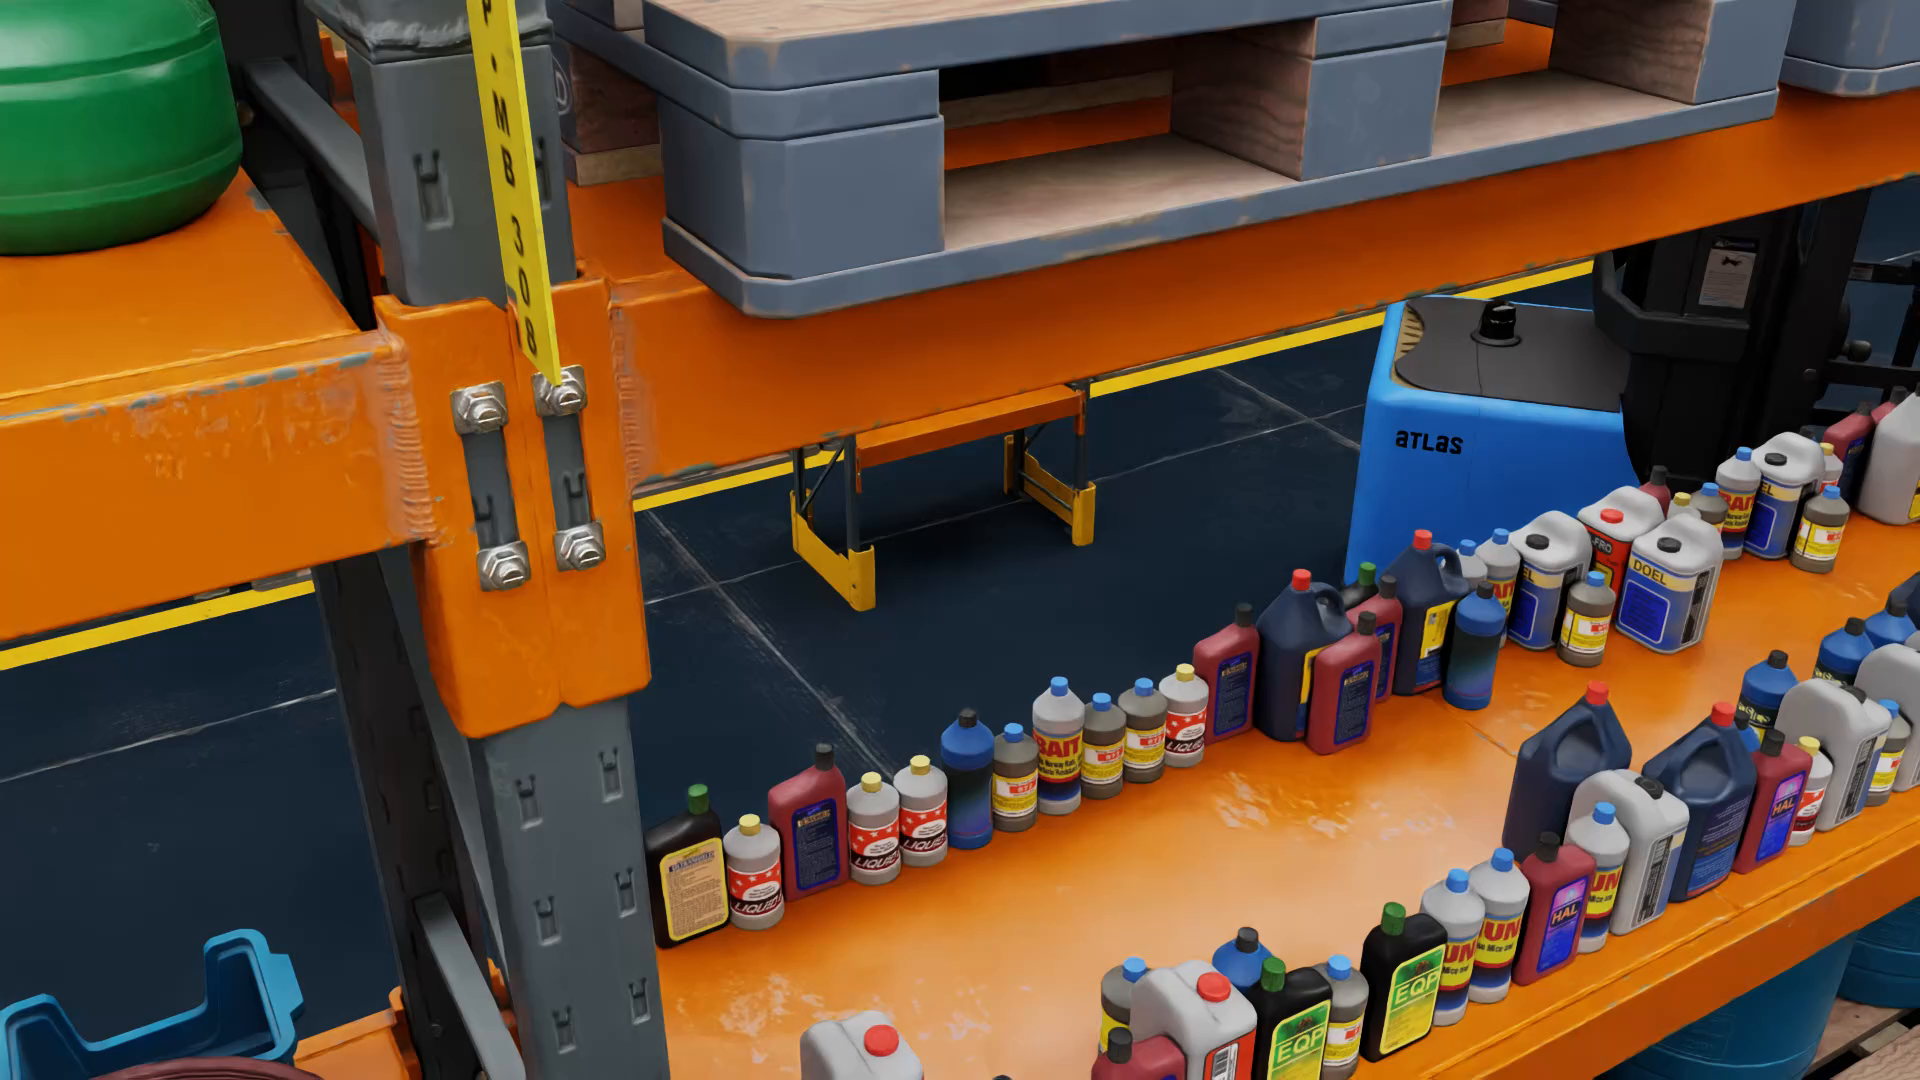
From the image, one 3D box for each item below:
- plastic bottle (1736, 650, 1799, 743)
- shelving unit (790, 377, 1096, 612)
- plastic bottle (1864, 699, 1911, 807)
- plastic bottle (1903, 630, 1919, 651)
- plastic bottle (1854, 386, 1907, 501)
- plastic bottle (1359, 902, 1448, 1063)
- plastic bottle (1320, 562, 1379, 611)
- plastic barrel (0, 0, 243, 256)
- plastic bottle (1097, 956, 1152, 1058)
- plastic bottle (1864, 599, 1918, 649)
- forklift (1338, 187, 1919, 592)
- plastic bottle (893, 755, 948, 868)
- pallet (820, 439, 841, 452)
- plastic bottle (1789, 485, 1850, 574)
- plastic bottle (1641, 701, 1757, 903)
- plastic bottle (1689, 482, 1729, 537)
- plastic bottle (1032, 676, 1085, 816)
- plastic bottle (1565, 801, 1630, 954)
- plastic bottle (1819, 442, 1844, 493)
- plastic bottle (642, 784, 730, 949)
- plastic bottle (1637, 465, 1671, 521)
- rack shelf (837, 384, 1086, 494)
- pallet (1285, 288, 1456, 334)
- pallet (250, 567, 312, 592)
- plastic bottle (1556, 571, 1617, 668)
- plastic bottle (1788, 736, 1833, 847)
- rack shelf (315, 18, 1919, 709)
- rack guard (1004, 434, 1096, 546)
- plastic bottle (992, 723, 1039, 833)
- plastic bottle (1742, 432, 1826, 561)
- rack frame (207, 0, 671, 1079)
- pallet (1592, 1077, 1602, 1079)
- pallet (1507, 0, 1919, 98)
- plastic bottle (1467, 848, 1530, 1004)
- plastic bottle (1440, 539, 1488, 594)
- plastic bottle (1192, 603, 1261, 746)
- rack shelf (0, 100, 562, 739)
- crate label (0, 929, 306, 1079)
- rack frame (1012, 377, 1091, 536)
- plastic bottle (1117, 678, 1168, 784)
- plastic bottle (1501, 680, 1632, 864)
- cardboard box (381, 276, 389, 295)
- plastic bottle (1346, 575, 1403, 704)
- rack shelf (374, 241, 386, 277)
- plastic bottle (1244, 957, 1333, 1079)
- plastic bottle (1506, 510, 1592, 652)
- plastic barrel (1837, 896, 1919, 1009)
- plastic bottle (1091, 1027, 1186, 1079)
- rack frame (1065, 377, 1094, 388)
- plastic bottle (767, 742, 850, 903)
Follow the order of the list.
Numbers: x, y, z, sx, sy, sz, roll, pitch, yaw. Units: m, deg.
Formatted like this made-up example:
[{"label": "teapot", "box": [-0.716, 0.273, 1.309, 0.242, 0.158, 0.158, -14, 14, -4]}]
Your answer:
[{"label": "plastic bottle", "box": [1.533, 0.332, 3.176, 0.097, 0.271, 0.097, 0, 29, 0]}, {"label": "shelving unit", "box": [-0.066, -0.638, 6.354, 1.083, 1.500, 0.587, -16, 33, -26]}, {"label": "plastic bottle", "box": [1.726, 0.393, 3.138, 0.097, 0.201, 0.097, 0, 29, 0]}, {"label": "plastic bottle", "box": [1.928, 0.288, 3.252, 0.135, 0.276, 0.152, -16, 33, -26]}, {"label": "plastic bottle", "box": [2.322, -0.247, 4.214, 0.133, 0.283, 0.061, -16, 33, -26]}, {"label": "plastic bottle", "box": [0.679, 0.665, 2.561, 0.133, 0.283, 0.061, -16, 33, -26]}, {"label": "plastic bottle", "box": [0.798, 0.186, 3.430, 0.133, 0.283, 0.061, -16, 33, -26]}, {"label": "plastic barrel", "box": [-0.782, -0.395, 1.417, 0.294, 0.245, 0.294, 0, 29, 0]}, {"label": "plastic bottle", "box": [0.262, 0.724, 2.539, 0.097, 0.201, 0.097, 0, 29, 0]}, {"label": "plastic bottle", "box": [1.849, 0.243, 3.339, 0.097, 0.271, 0.097, 0, 29, 0]}, {"label": "forklift", "box": [2.909, -0.851, 5.259, 3.031, 2.935, 1.130, 8, 30, 15]}, {"label": "plastic bottle", "box": [-0.070, 0.478, 2.985, 0.097, 0.201, 0.097, 0, 29, 0]}, {"label": "pallet", "box": [-0.334, -0.839, 8.052, 1.213, 0.211, 1.003, -16, 33, -26]}, {"label": "plastic bottle", "box": [2.026, -0.032, 3.909, 0.097, 0.201, 0.097, 0, 29, 0]}, {"label": "plastic bottle", "box": [1.278, 0.442, 2.895, 0.185, 0.351, 0.144, -16, 33, -26]}, {"label": "plastic bottle", "box": [1.749, -0.038, 3.921, 0.097, 0.201, 0.097, 0, 29, 0]}, {"label": "plastic bottle", "box": [0.181, 0.376, 3.097, 0.097, 0.271, 0.097, 0, 29, 0]}, {"label": "plastic bottle", "box": [1.052, 0.554, 2.774, 0.097, 0.271, 0.097, 0, 29, 0]}, {"label": "plastic bottle", "box": [2.117, -0.143, 4.110, 0.097, 0.201, 0.097, 0, 29, 0]}, {"label": "plastic bottle", "box": [-0.462, 0.543, 2.782, 0.133, 0.283, 0.061, -16, 33, -26]}, {"label": "plastic bottle", "box": [1.556, -0.030, 3.820, 0.133, 0.283, 0.061, -16, 33, -26]}, {"label": "rack shelf", "box": [-0.074, -0.478, 6.437, 1.000, 0.185, 0.538, -16, 33, -26]}, {"label": "pallet", "box": [1.993, -1.522, 9.290, 1.213, 0.211, 1.003, -16, 33, -26]}, {"label": "pallet", "box": [-2.438, -0.242, 6.969, 1.213, 0.211, 1.003, -16, 33, -26]}, {"label": "plastic bottle", "box": [1.343, 0.162, 3.557, 0.097, 0.201, 0.097, 0, 29, 0]}, {"label": "plastic bottle", "box": [1.526, 0.450, 3.035, 0.097, 0.201, 0.097, 0, 29, 0]}, {"label": "rack shelf", "box": [1.130, -0.719, 2.589, 4.000, 0.370, 1.077, -16, 33, -26]}, {"label": "rack guard", "box": [0.364, -0.213, 6.877, 0.087, 0.250, 0.587, -16, 33, -26]}, {"label": "plastic bottle", "box": [0.097, 0.430, 3.071, 0.097, 0.201, 0.097, 0, 29, 0]}, {"label": "plastic bottle", "box": [1.947, -0.112, 3.977, 0.135, 0.276, 0.152, -16, 33, -26]}, {"label": "rack frame", "box": [-0.595, 0.769, 2.252, 0.127, 3.000, 1.000, -16, 33, -26]}, {"label": "pallet", "box": [1.115, 1.483, 3.845, 1.213, 0.211, 1.003, -16, 33, -26]}, {"label": "pallet", "box": [1.251, -0.929, 2.421, 1.213, 0.211, 1.003, -16, 33, -26]}, {"label": "plastic bottle", "box": [0.853, 0.611, 2.672, 0.097, 0.271, 0.097, 0, 29, 0]}, {"label": "plastic bottle", "box": [1.066, 0.125, 3.552, 0.097, 0.271, 0.097, 0, 29, 0]}, {"label": "plastic bottle", "box": [0.523, 0.263, 3.289, 0.133, 0.283, 0.061, -16, 33, -26]}, {"label": "rack shelf", "box": [-2.319, 0.260, 0.814, 4.000, 0.370, 1.077, -16, 33, -26]}, {"label": "crate label", "box": [-1.148, 0.789, 2.389, 0.416, 0.233, 0.303, -16, 33, -26]}, {"label": "rack frame", "box": [0.365, -0.760, 6.575, 0.032, 1.500, 0.500, -16, 33, -26]}, {"label": "plastic bottle", "box": [0.349, 0.359, 3.201, 0.097, 0.201, 0.097, 0, 29, 0]}, {"label": "plastic bottle", "box": [1.085, 0.412, 2.950, 0.185, 0.351, 0.144, -16, 33, -26]}, {"label": "cardboard box", "box": [-2.367, -1.064, 6.930, 0.500, 0.250, 0.500, -15, 32, -24]}, {"label": "plastic bottle", "box": [0.829, 0.211, 3.384, 0.133, 0.283, 0.061, -16, 33, -26]}, {"label": "rack shelf", "box": [-1.376, -1.470, 7.054, 4.000, 0.370, 1.077, -16, 33, -26]}, {"label": "plastic bottle", "box": [0.480, 0.722, 2.459, 0.133, 0.283, 0.061, -16, 33, -26]}, {"label": "plastic bottle", "box": [1.264, 0.082, 3.625, 0.135, 0.276, 0.152, -16, 33, -26]}, {"label": "plastic barrel", "box": [2.376, 0.651, 4.204, 0.708, 0.901, 0.600, -16, 33, -26]}, {"label": "plastic bottle", "box": [0.249, 0.787, 2.340, 0.133, 0.283, 0.061, -16, 33, -26]}, {"label": "rack frame", "box": [0.348, -2.275, 7.767, 0.127, 3.000, 1.000, -16, 33, -26]}, {"label": "plastic bottle", "box": [-0.263, 0.487, 2.884, 0.133, 0.283, 0.061, -16, 33, -26]}]
